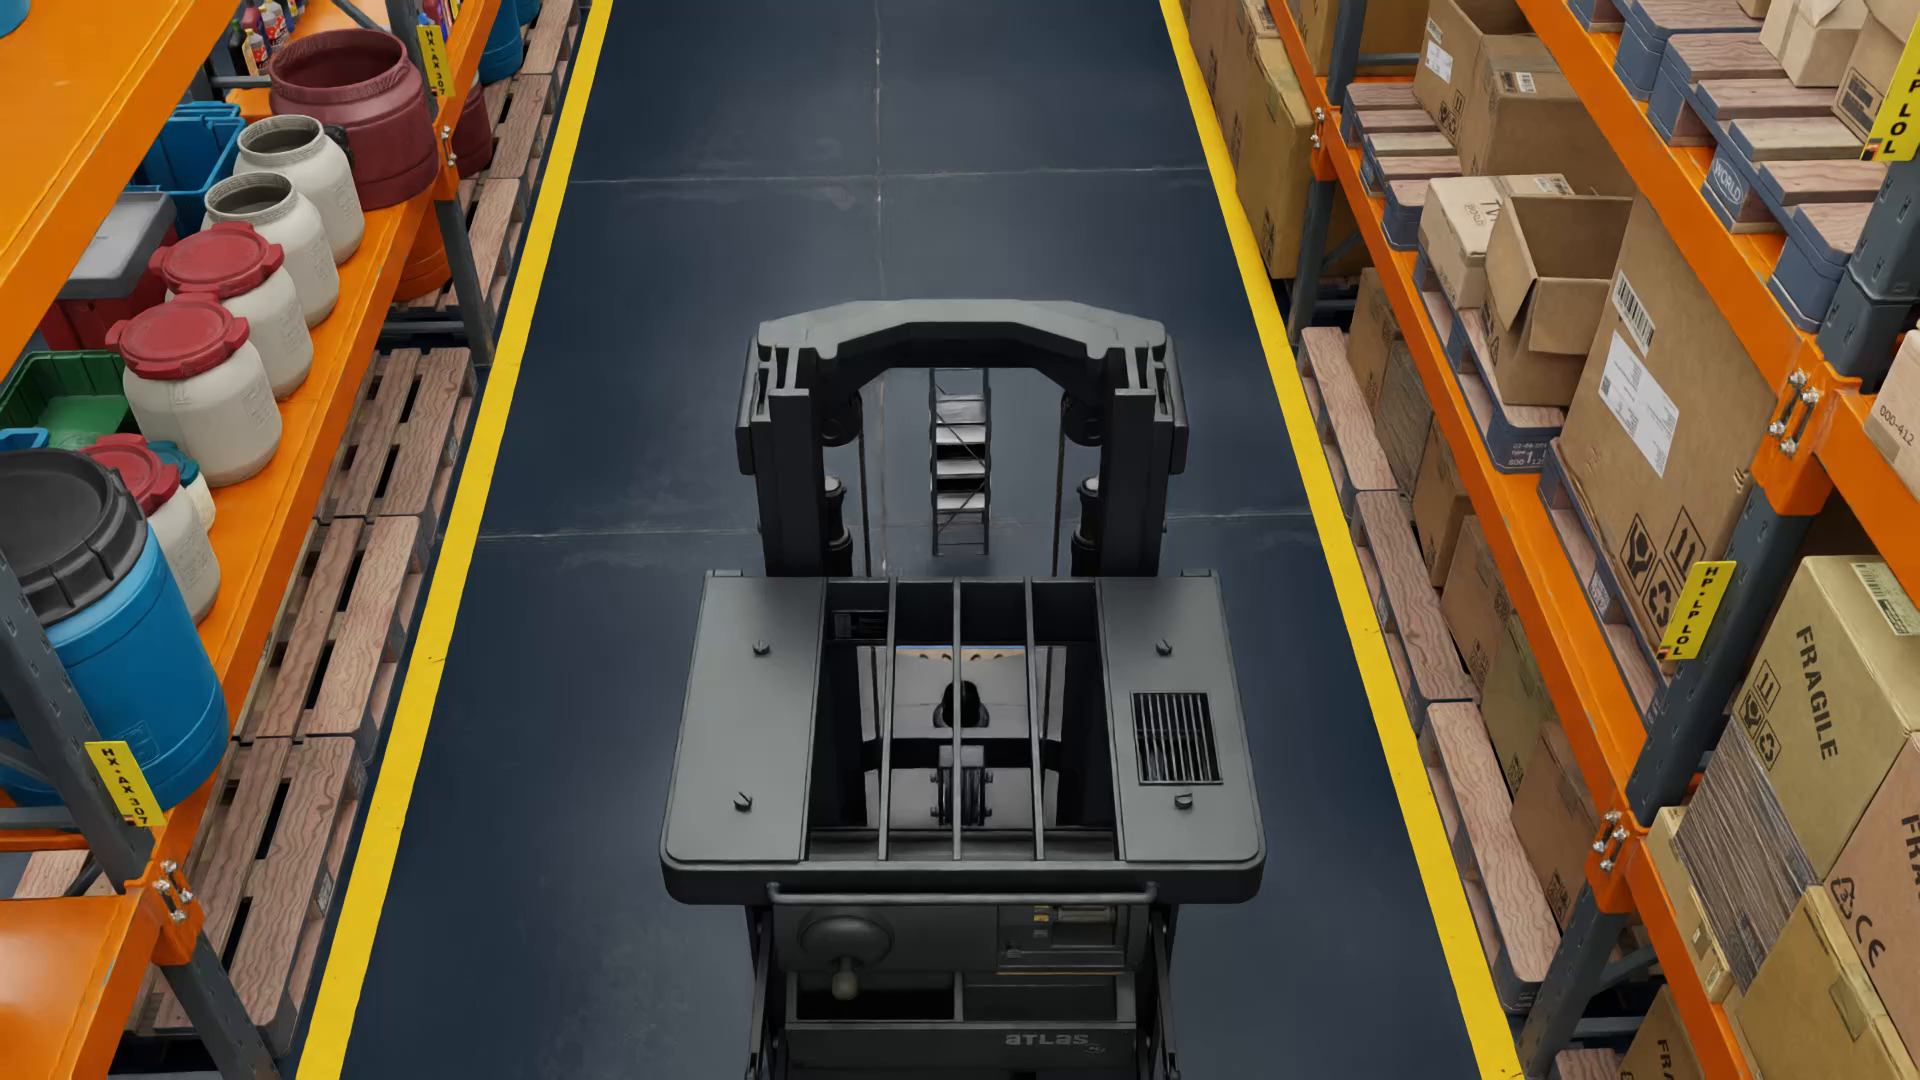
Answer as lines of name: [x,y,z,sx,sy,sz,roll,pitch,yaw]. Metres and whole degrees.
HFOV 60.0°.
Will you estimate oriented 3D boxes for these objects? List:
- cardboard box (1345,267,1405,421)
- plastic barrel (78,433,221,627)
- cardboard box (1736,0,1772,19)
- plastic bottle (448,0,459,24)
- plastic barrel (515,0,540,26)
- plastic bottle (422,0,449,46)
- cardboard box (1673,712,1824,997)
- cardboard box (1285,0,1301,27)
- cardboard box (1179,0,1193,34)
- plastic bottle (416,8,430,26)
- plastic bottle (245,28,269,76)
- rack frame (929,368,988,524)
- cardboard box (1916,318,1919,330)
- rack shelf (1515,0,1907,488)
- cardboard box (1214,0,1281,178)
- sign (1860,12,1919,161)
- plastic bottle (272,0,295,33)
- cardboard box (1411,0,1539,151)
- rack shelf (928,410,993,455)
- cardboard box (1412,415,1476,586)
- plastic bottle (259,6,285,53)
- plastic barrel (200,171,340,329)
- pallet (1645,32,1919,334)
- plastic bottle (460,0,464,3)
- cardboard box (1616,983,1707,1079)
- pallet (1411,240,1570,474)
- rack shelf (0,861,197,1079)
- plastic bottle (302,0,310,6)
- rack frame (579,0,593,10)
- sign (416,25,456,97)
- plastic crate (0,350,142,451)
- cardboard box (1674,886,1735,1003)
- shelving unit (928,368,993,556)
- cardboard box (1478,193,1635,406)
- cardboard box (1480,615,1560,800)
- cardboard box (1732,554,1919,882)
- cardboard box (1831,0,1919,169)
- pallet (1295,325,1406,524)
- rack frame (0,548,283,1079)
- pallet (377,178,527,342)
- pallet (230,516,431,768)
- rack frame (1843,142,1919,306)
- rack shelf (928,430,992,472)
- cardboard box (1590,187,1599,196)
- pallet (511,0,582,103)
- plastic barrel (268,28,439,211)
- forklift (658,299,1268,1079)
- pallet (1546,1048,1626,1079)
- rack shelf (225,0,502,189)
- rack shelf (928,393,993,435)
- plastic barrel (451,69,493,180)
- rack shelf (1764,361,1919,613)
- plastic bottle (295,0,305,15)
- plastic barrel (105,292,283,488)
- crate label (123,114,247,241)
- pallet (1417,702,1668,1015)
cardboard box: [2.194,-0.909,7.546,0.700,0.500,0.500,-4,43,-4]
plastic barrel: [-2.454,0.020,4.907,0.433,0.535,0.433,0,43,0]
cardboard box: [2.354,-1.674,4.250,0.797,0.503,0.637,0,43,0]
plastic bottle: [-2.478,-2.640,7.997,0.061,0.283,0.133,-2,43,-2]
plastic barrel: [-2.966,-3.692,10.300,0.600,0.901,0.708,-2,43,-2]
plastic bottle: [-2.466,-2.459,7.800,0.061,0.283,0.133,-2,43,-2]
cardboard box: [2.273,0.740,3.929,0.875,0.500,0.500,-2,43,-2]
cardboard box: [1.862,-2.820,8.032,0.500,0.500,0.500,-2,43,-2]
cardboard box: [2.023,-3.760,10.394,1.225,0.875,0.875,-2,43,-2]
plastic bottle: [-2.476,-2.311,7.646,0.097,0.271,0.097,0,43,0]
plastic bottle: [-3.233,-2.244,7.625,0.097,0.201,0.097,0,43,0]
rack frame: [-0.005,-0.406,7.027,0.240,0.900,0.006,-2,43,-2]
cardboard box: [2.022,-0.389,3.050,0.380,0.149,0.250,-3,43,-3]
rack shelf: [2.231,-1.610,5.099,1.077,0.370,4.000,-2,43,-2]
cardboard box: [2.107,-2.560,9.085,1.225,0.875,0.875,-2,43,-2]
sign: [1.761,-0.843,3.055,0.100,0.325,0.005,-2,43,-2]
plastic bottle: [-3.251,-2.557,7.915,0.097,0.271,0.097,0,43,0]
cardboard box: [2.209,-1.948,6.771,0.500,0.500,0.500,-6,43,-7]
rack shelf: [0.000,-0.445,6.853,0.258,0.077,0.200,-2,43,-2]
cardboard box: [2.262,-0.152,6.720,0.700,0.500,0.500,2,43,2]
plastic bottle: [-3.243,-2.400,7.795,0.097,0.201,0.097,0,43,0]
plastic barrel: [-2.528,-1.046,6.089,0.421,0.512,0.421,0,43,0]
pallet: [2.396,-0.876,3.905,1.213,0.211,1.003,-2,43,-2]
plastic bottle: [-2.488,-2.796,8.167,0.061,0.283,0.133,-2,43,-2]
cardboard box: [2.293,1.618,4.804,0.500,0.500,0.500,-3,43,-3]
pallet: [2.271,-0.714,5.951,1.003,0.211,1.213,-2,43,-2]
rack shelf: [-2.548,2.338,3.012,1.077,0.370,4.000,-2,43,-2]
plastic bottle: [-3.263,-2.728,8.153,0.097,0.201,0.097,0,43,0]
rack frame: [-2.973,-4.678,10.134,1.000,3.000,0.127,-2,43,-2]
sign: [-2.253,-2.058,7.155,0.100,0.325,0.005,-2,43,-2]
plastic crate: [-2.989,-0.367,5.587,0.450,0.188,0.662,-2,43,-2]
cardboard box: [2.022,0.996,4.129,0.380,0.149,0.250,-2,43,-2]
shelving unit: [0.000,-0.337,6.952,0.258,0.900,0.210,-2,43,-2]
cardboard box: [2.150,-0.780,5.494,0.797,0.503,0.637,2,43,3]
cardboard box: [2.310,0.602,5.898,0.700,0.500,0.500,-2,43,-2]
cardboard box: [2.081,0.376,3.585,0.500,0.500,0.500,-2,43,-2]
cardboard box: [2.395,-1.038,3.556,0.797,0.503,0.637,-4,43,-4]
pallet: [2.178,-0.564,7.709,1.003,0.211,1.213,-2,43,-2]
rack frame: [-2.630,0.723,4.242,0.949,2.616,0.053,-2,43,-2]
pallet: [-2.878,-1.481,8.709,1.003,0.211,1.213,-2,43,-2]
pallet: [-2.760,0.396,6.662,1.003,0.211,1.213,-2,43,-2]
rack frame: [2.316,-1.631,2.370,1.000,3.000,0.127,-2,43,-2]
rack shelf: [0.000,-0.379,6.914,0.258,0.077,0.200,-2,43,-2]
cardboard box: [2.486,-1.107,6.027,0.396,0.266,0.258,-3,43,-3]
pallet: [-2.981,-3.128,10.506,1.003,0.211,1.213,-2,43,-2]
plastic barrel: [-2.480,-1.723,6.810,0.600,0.536,0.708,-2,43,-2]
forklift: [0.005,1.024,3.963,1.130,2.935,3.031,0,43,0]
pallet: [2.380,2.061,4.845,1.003,0.211,1.213,-2,43,-2]
rack shelf: [-2.888,-3.063,8.904,1.077,0.370,4.000,-2,43,-2]
rack shelf: [0.000,-0.512,6.792,0.258,0.077,0.200,-2,43,-2]
plastic barrel: [-2.888,-2.336,9.052,0.600,0.588,0.708,-2,43,-2]
rack shelf: [2.401,1.090,2.153,1.077,0.370,4.000,-2,43,-2]
plastic bottle: [-3.259,-2.688,8.058,0.097,0.271,0.097,0,43,0]
plastic barrel: [-2.486,-0.475,5.448,0.433,0.535,0.433,0,43,0]
crate label: [-3.031,-1.312,6.436,0.502,0.435,0.616,-2,43,-2]
pallet: [2.281,1.083,5.912,1.003,0.211,1.213,-2,43,-2]
